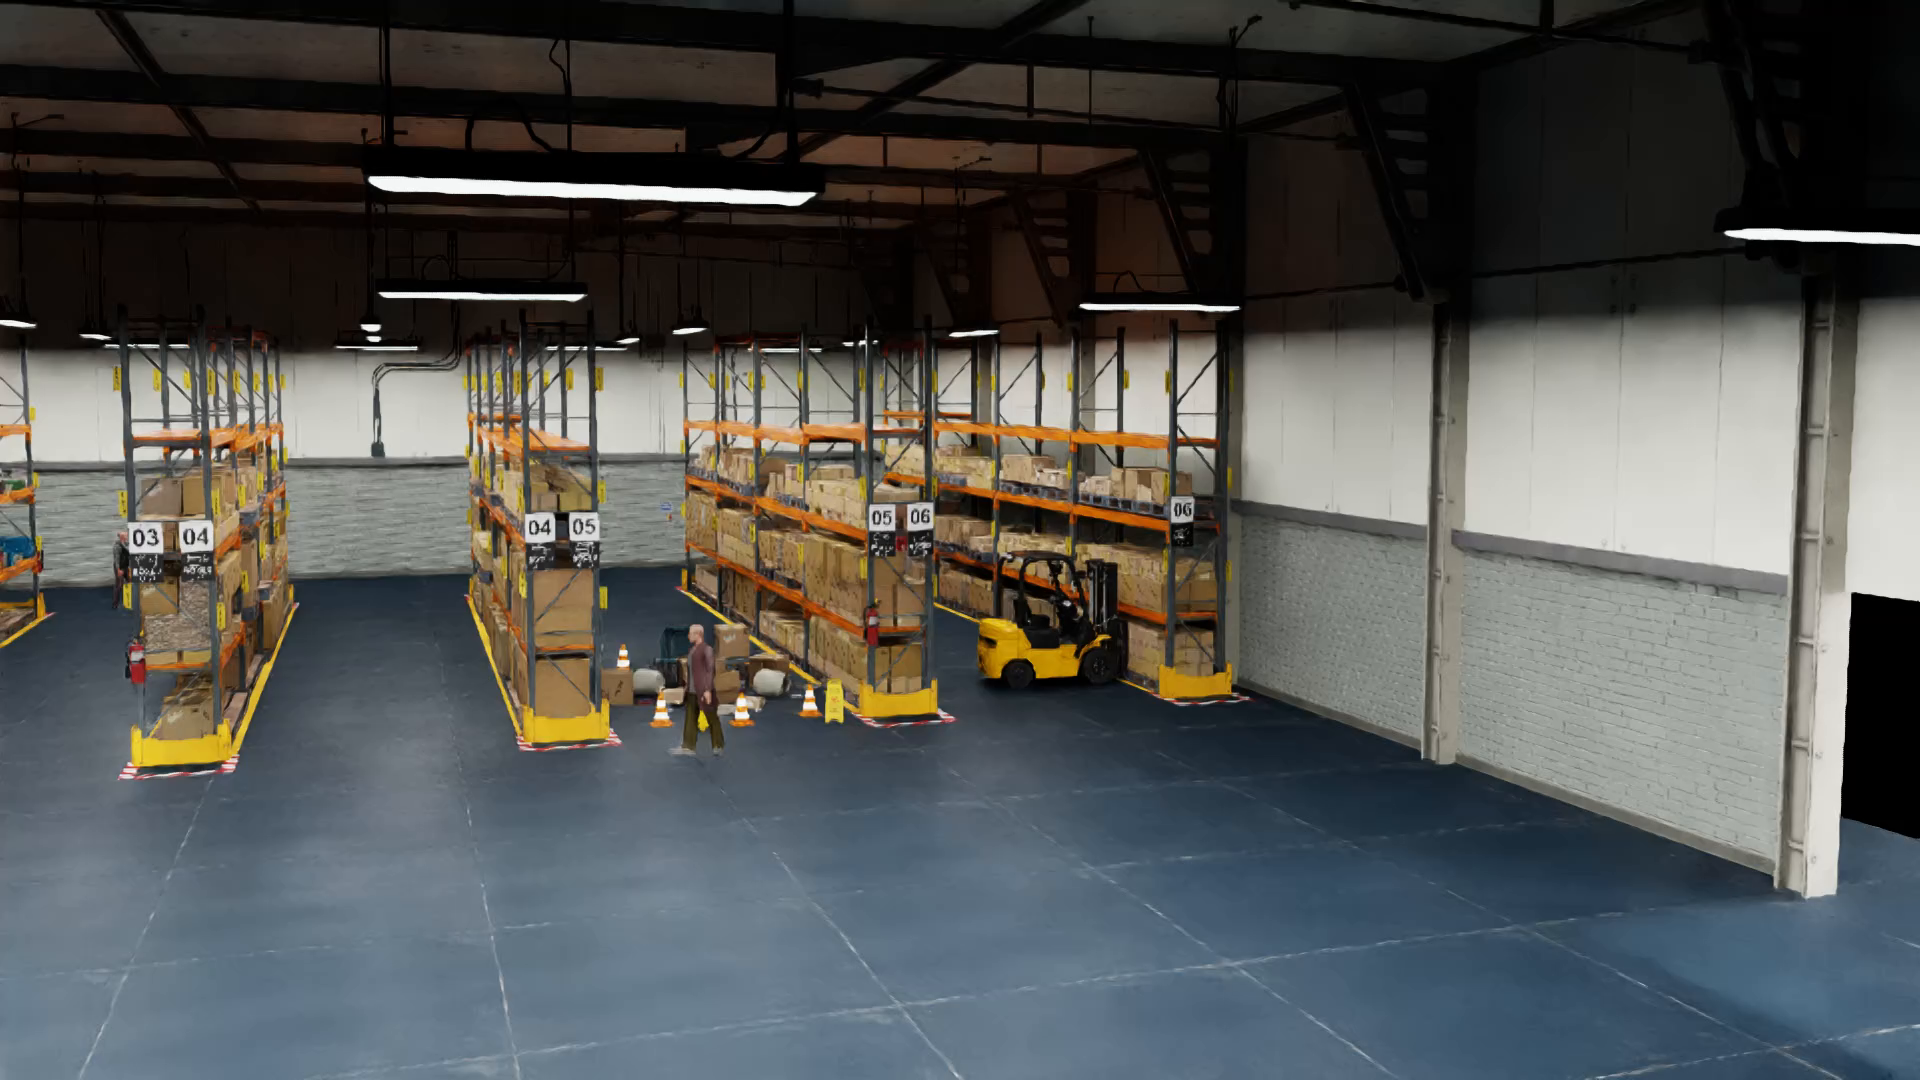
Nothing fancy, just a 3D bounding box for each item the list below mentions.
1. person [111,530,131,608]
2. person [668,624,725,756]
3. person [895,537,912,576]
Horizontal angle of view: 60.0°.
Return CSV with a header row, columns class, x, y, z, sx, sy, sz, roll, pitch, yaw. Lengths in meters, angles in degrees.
class,x,y,z,sx,sy,sz,roll,pitch,yaw
person,-18.515,0.636,36.909,0.529,1.713,0.718,1,6,14
person,-3.514,2.056,22.269,0.682,1.678,0.687,-5,7,-41
person,-1.281,0.401,36.547,0.605,1.704,0.667,0,5,-3
